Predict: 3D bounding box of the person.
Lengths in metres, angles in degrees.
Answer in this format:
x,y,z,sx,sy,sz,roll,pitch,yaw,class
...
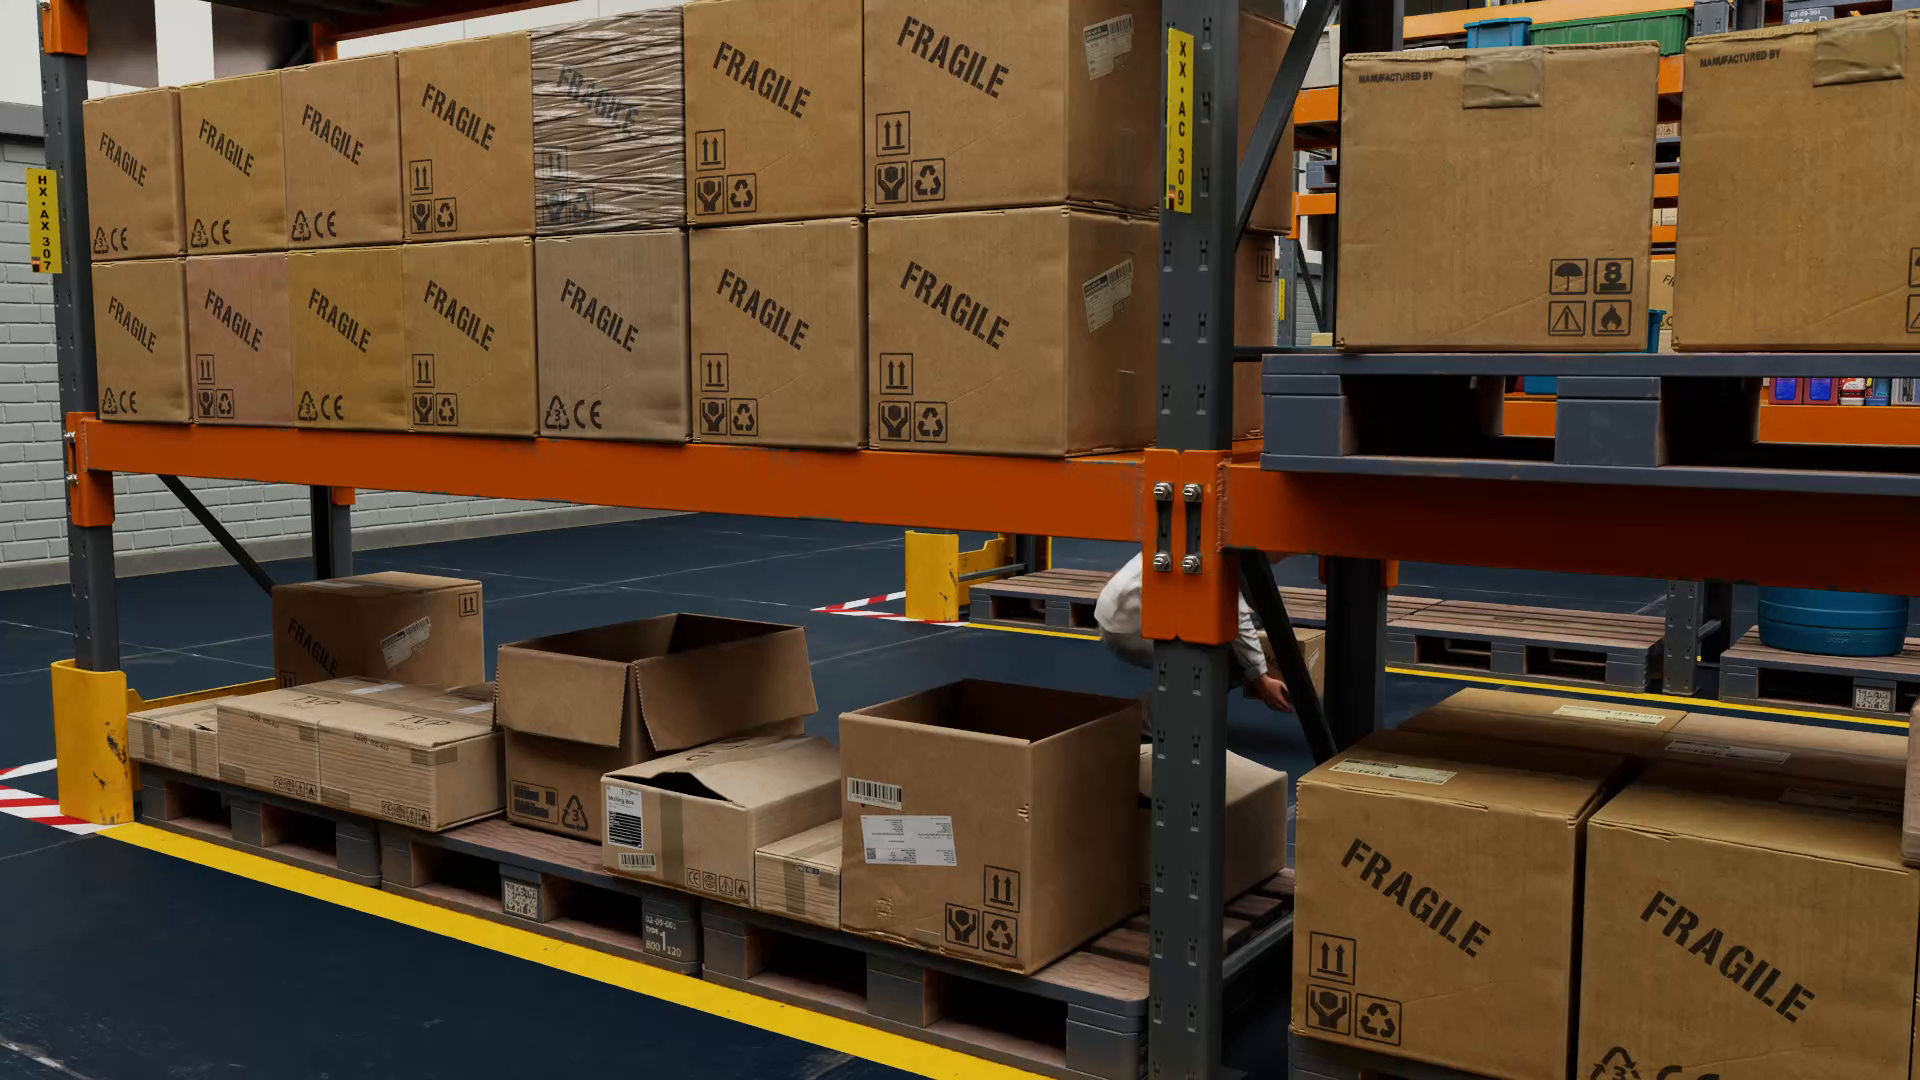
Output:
x,y,z,sx,sy,sz,roll,pitch,yaw,class
0.990,0.288,6.586,0.868,1.011,0.519,4,7,33,person
